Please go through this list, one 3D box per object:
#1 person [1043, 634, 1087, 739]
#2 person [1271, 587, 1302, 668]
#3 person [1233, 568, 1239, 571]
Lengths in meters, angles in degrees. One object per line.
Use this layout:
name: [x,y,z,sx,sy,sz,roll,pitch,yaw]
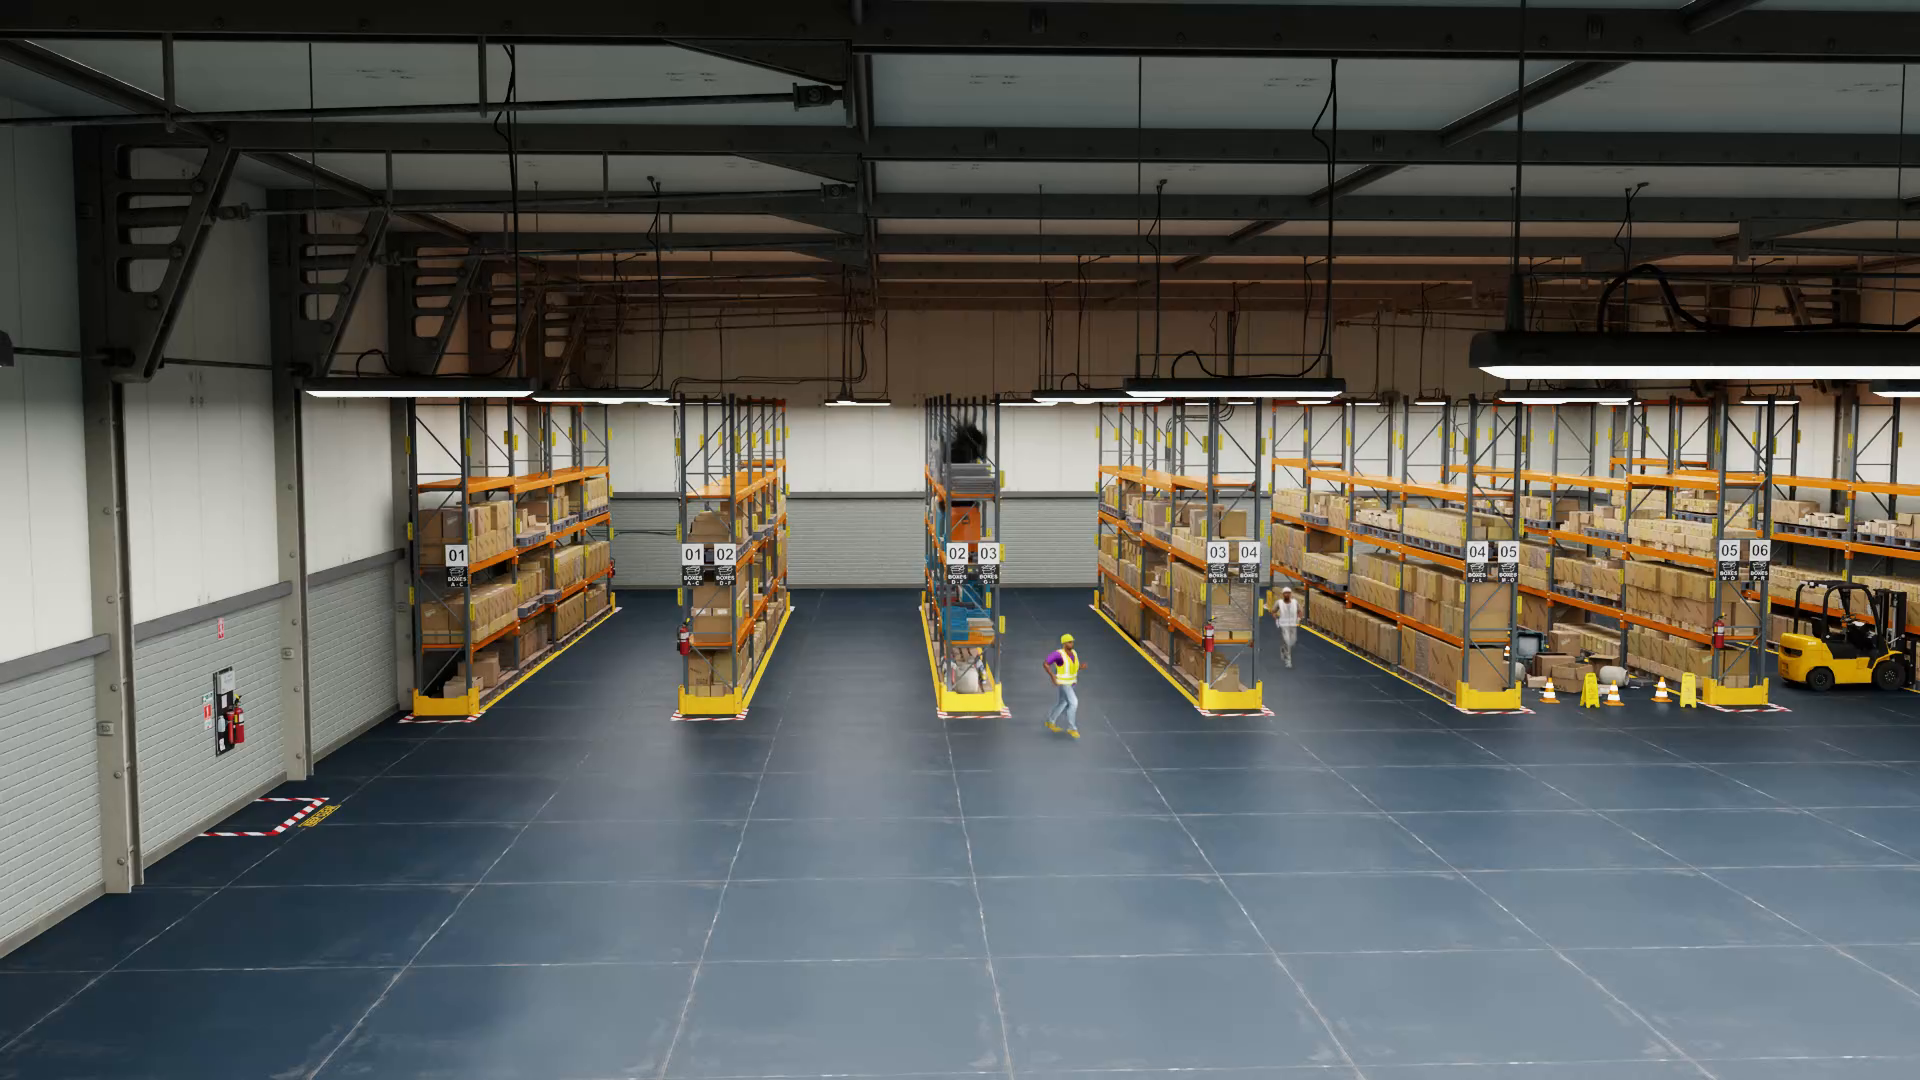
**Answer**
person: [1.846,2.550,29.133,0.788,1.830,0.665,3,5,34]
person: [7.284,1.929,37.041,0.674,1.767,0.749,0,5,-6]
person: [7.741,1.142,47.157,0.732,1.733,0.506,1,5,18]
